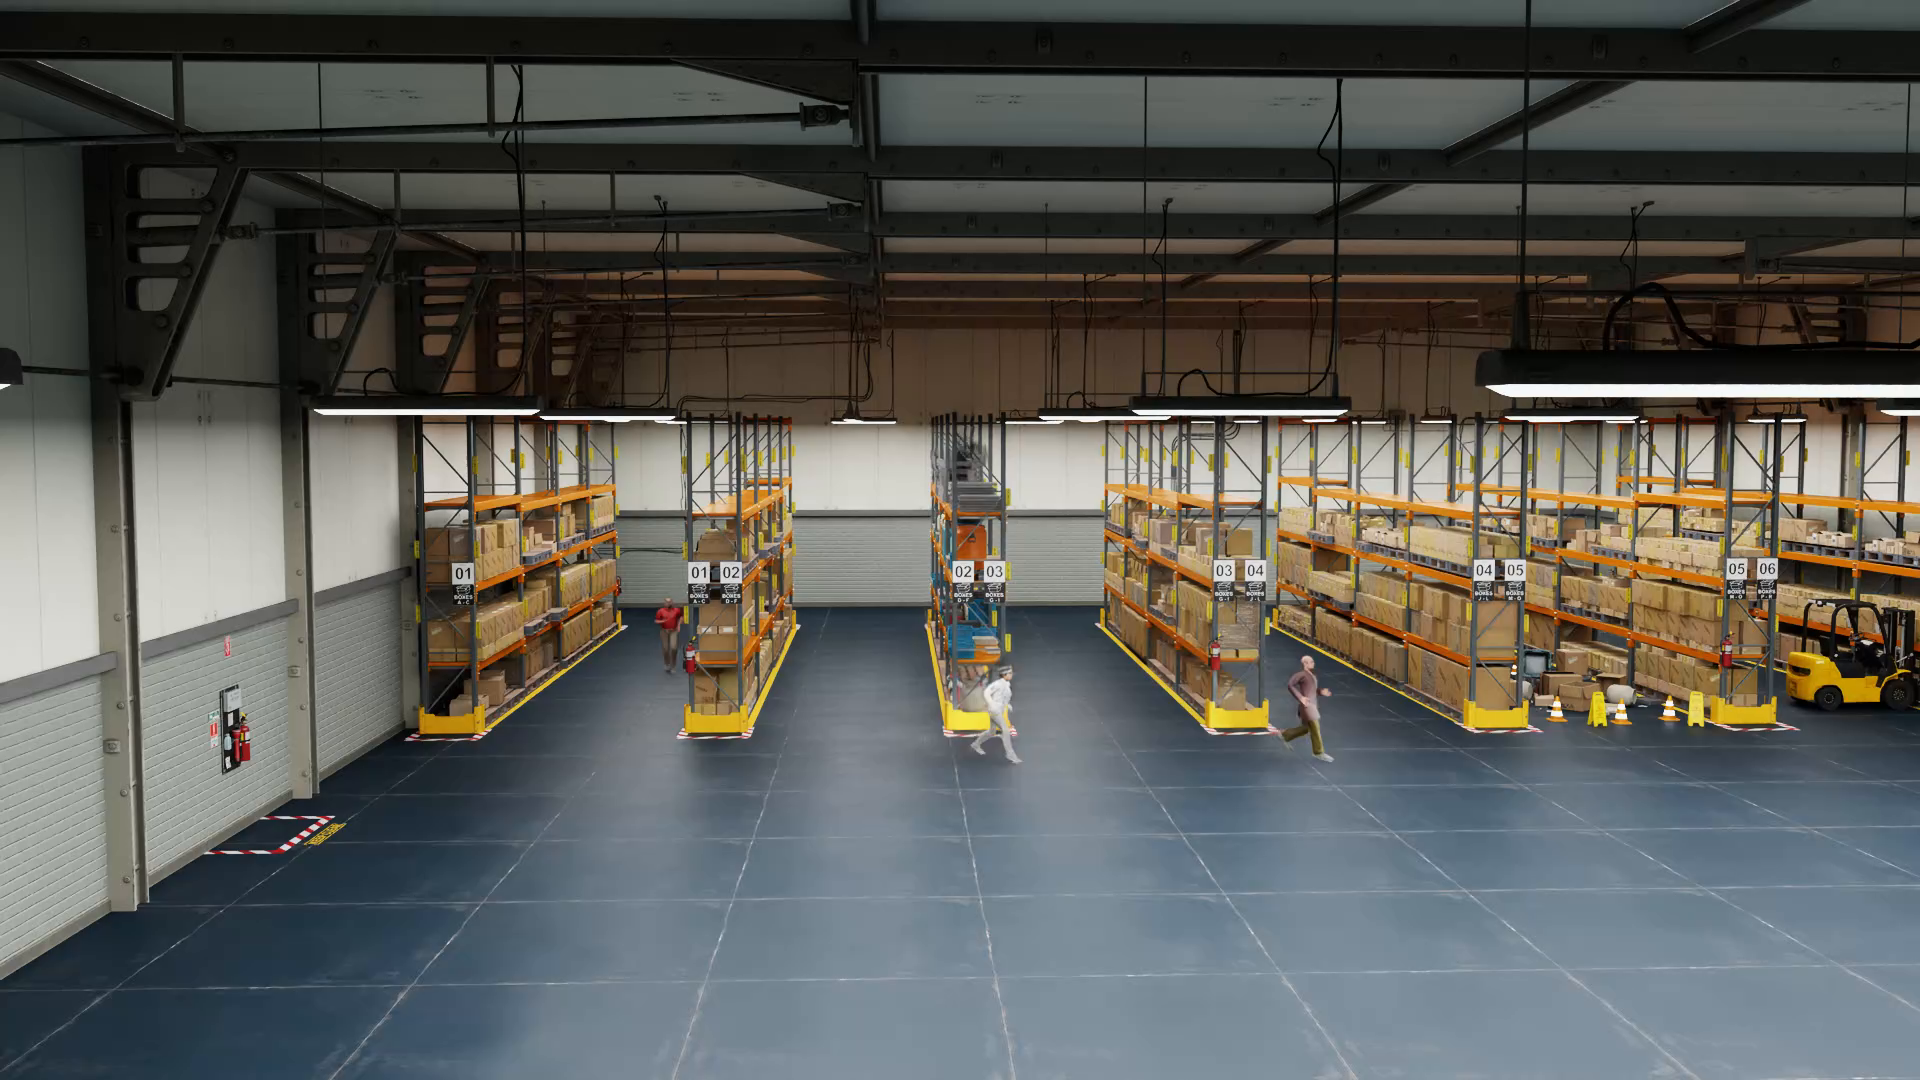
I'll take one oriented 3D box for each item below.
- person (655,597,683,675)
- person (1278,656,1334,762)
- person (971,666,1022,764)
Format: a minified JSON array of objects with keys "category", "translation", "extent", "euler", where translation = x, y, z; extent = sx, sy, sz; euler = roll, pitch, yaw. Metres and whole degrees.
[{"category":"person","translation":[-6.778,2.226,38.744],"extent":[0.642,1.784,0.763],"euler":[-1,4,-8]},{"category":"person","translation":[5.962,2.886,28.674],"extent":[1.026,1.786,0.710],"euler":[2,4,30]},{"category":"person","translation":[0.608,2.961,28.452],"extent":[0.995,1.667,0.639],"euler":[2,4,29]}]
